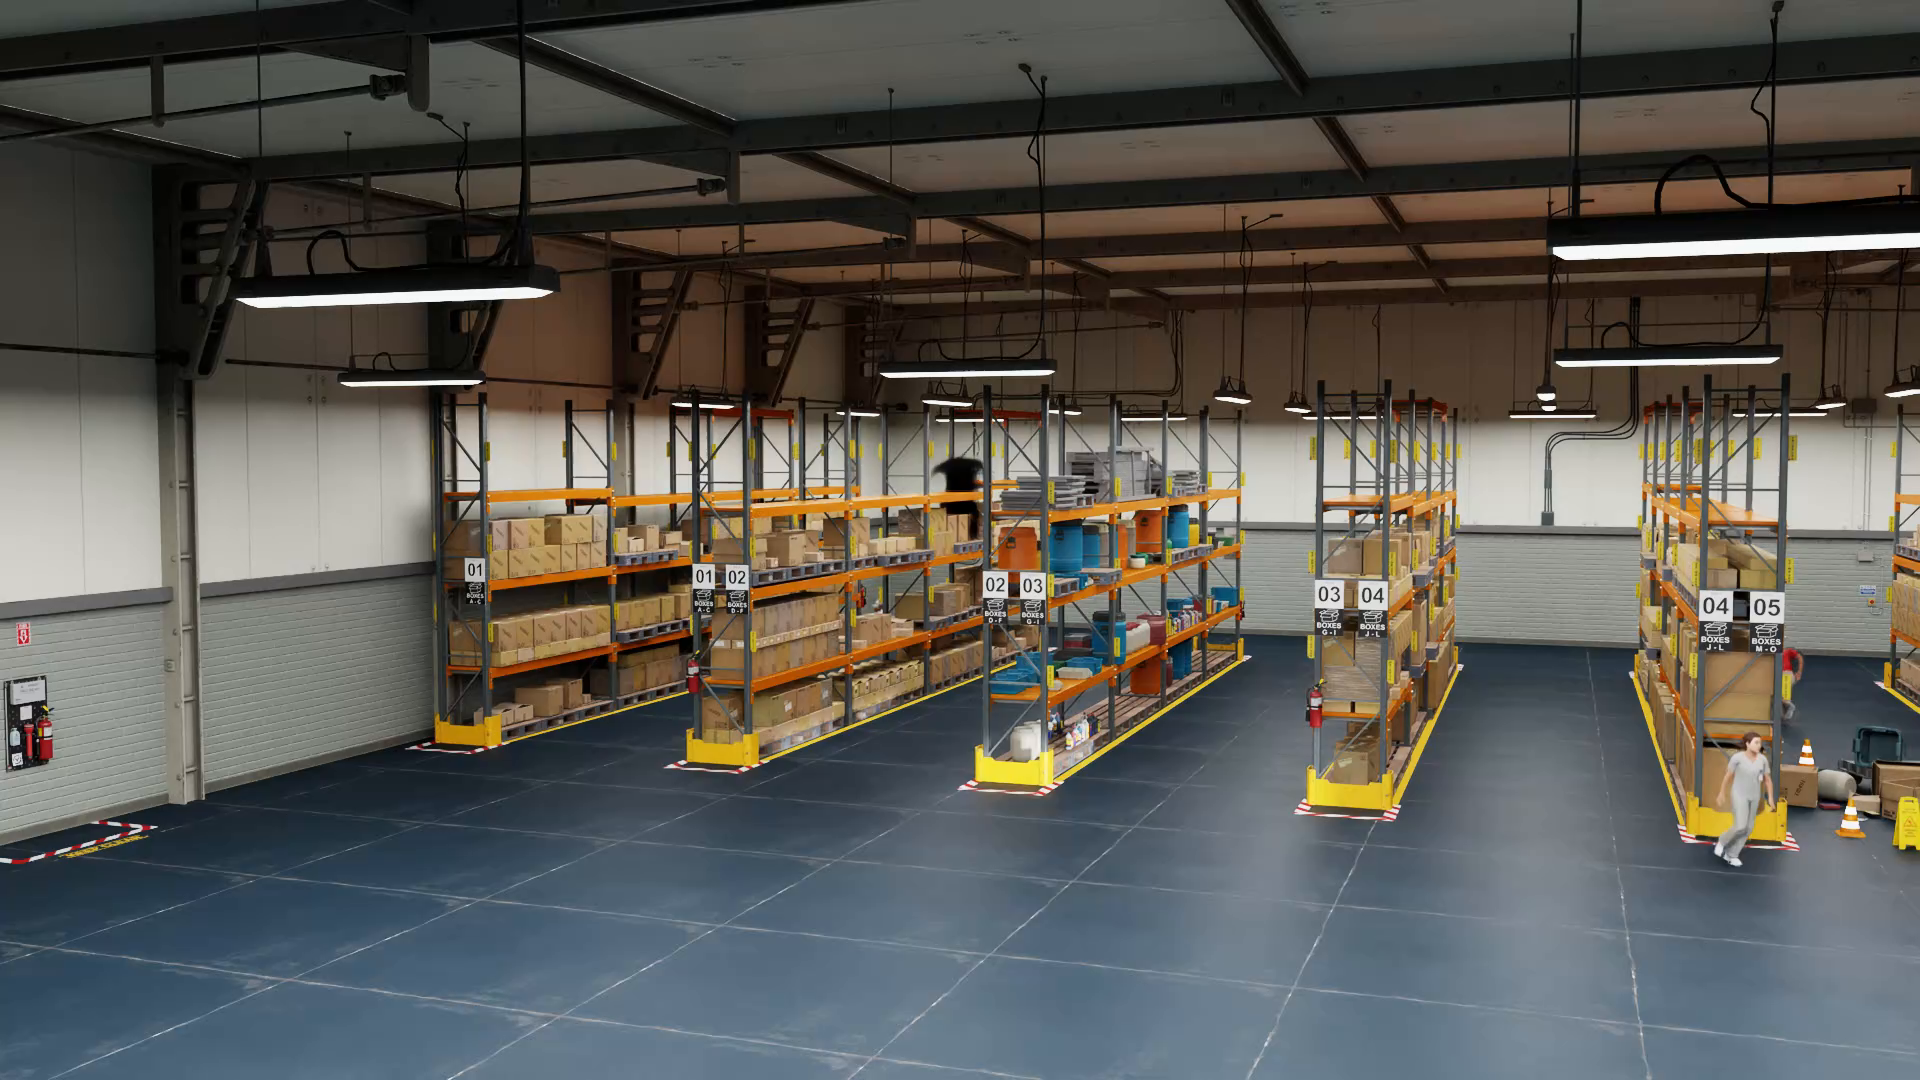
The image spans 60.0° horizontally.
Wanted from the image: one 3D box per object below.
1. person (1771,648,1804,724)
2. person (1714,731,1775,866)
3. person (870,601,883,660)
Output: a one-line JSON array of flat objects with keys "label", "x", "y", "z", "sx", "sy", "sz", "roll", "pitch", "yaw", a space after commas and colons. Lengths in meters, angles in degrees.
[{"label": "person", "x": 15.190, "y": 2.608, "z": 30.698, "sx": 0.694, "sy": 1.539, "sz": 0.845, "roll": 0, "pitch": 3, "yaw": 1}, {"label": "person", "x": 9.453, "y": 3.117, "z": 20.059, "sx": 0.566, "sy": 1.648, "sz": 0.545, "roll": 0, "pitch": 3, "yaw": -8}, {"label": "person", "x": -1.881, "y": 2.196, "z": 37.484, "sx": 0.505, "sy": 1.682, "sz": 0.653, "roll": -2, "pitch": 4, "yaw": -36}]
